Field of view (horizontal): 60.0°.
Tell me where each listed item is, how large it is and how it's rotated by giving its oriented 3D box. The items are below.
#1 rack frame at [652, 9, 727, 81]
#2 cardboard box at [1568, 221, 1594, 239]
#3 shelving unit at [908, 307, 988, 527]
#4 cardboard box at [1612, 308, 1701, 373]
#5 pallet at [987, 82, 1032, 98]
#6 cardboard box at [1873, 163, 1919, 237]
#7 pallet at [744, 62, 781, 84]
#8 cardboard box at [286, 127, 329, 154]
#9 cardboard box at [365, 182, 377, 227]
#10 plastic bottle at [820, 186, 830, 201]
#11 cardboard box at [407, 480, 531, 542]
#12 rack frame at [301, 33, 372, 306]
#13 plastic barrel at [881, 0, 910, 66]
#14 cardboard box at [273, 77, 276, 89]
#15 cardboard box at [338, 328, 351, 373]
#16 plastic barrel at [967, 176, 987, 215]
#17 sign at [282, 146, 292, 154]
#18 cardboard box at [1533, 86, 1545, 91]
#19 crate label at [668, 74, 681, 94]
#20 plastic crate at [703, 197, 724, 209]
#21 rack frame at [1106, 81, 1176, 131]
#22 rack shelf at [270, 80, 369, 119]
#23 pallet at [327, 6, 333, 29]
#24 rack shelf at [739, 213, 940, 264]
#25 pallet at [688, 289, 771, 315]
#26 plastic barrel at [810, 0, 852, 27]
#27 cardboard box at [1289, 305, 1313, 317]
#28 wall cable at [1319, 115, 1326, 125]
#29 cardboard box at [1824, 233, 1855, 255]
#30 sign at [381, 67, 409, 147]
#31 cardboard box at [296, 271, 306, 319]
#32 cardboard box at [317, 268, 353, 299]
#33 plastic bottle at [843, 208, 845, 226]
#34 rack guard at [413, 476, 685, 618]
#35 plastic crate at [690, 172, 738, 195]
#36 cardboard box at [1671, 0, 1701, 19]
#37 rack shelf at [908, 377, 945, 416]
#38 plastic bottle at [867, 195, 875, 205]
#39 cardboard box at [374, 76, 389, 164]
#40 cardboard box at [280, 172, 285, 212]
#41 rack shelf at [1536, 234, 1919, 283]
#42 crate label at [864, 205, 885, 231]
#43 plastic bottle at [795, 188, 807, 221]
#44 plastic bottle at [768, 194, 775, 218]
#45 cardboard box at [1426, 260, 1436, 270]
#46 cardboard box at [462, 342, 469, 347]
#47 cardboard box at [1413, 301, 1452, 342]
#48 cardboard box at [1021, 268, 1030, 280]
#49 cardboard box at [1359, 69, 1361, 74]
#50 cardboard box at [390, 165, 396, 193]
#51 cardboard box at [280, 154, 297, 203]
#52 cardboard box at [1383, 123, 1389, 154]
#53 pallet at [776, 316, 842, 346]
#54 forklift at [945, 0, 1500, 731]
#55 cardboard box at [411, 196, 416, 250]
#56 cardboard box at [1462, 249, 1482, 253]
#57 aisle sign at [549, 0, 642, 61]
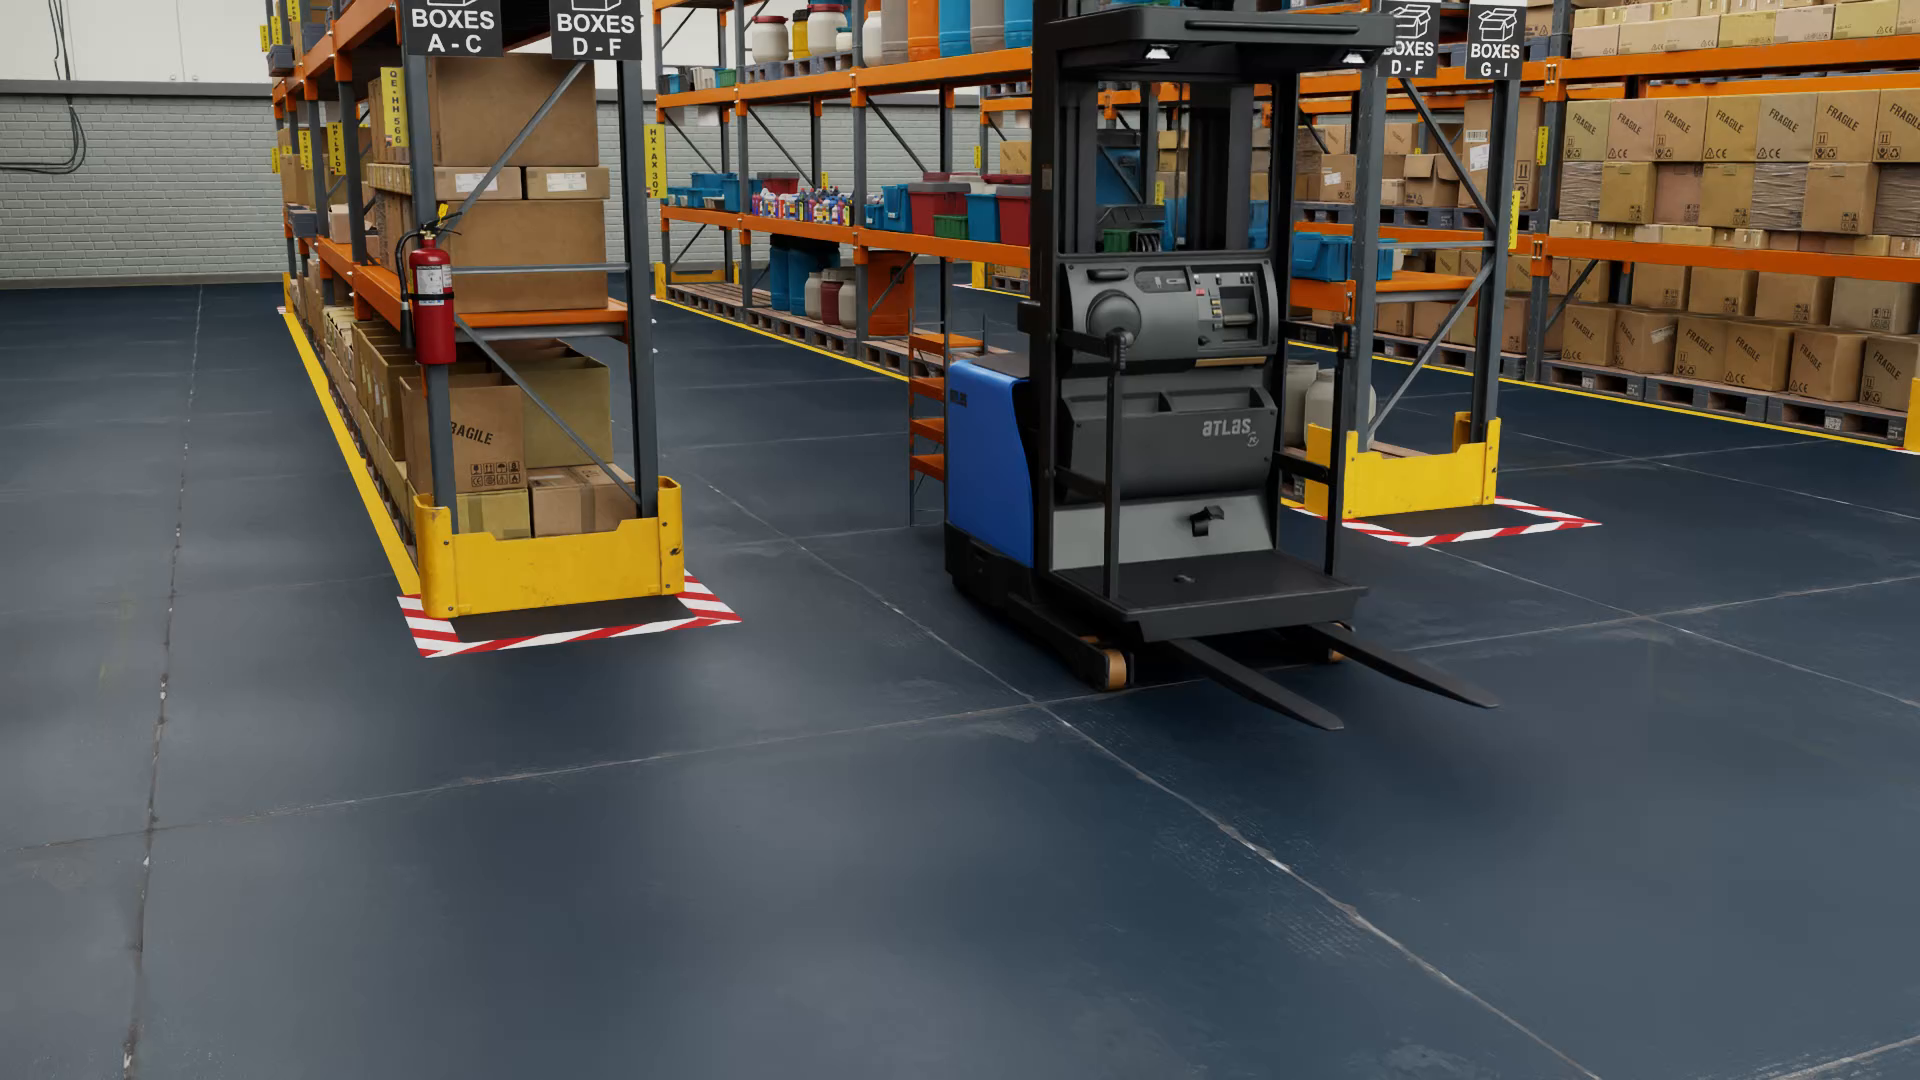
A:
[{"bbox_3d":[-3.760,-7.877,22.949,1.000,3.000,0.127,-6,14,-23],"label":"rack frame"},{"bbox_3d":[5.484,-2.676,14.337,0.380,0.149,0.250,-6,14,-23],"label":"cardboard box"},{"bbox_3d":[-0.066,-0.619,8.882,0.258,1.200,0.503,-6,14,-23],"label":"shelving unit"},{"bbox_3d":[5.945,-1.706,14.199,0.500,0.500,0.500,-1,13,-5],"label":"cardboard box"},{"bbox_3d":[1.085,-6.668,24.572,1.003,0.211,1.213,-6,14,-23],"label":"pallet"},{"bbox_3d":[6.992,-2.406,11.732,0.875,0.500,0.500,-6,14,-23],"label":"cardboard box"},{"bbox_3d":[-1.754,-5.344,19.076,1.213,0.211,1.003,-6,14,-23],"label":"pallet"},{"bbox_3d":[-7.138,-4.299,18.351,0.500,0.500,0.500,-6,14,-23],"label":"cardboard box"},{"bbox_3d":[-4.198,-2.450,12.581,0.500,0.500,0.500,-6,14,-23],"label":"cardboard box"},{"bbox_3d":[-1.548,-3.893,19.146,0.144,0.351,0.185,-6,14,-23],"label":"plastic bottle"},{"bbox_3d":[-2.376,-0.151,8.039,0.500,0.250,0.500,-6,14,-23],"label":"cardboard box"},{"bbox_3d":[-5.095,-2.855,14.554,1.000,3.000,0.127,-6,14,-23],"label":"rack frame"},{"bbox_3d":[-0.425,-4.818,15.271,0.600,0.901,0.600,0,13,0],"label":"plastic barrel"},{"bbox_3d":[-8.139,-5.663,20.365,0.500,0.250,0.500,-6,14,-23],"label":"cardboard box"},{"bbox_3d":[-4.330,-1.435,12.341,0.500,0.311,0.500,-6,14,-23],"label":"cardboard box"},{"bbox_3d":[0.221,-3.076,15.260,0.421,0.512,0.421,0,13,0],"label":"plastic barrel"},{"bbox_3d":[-7.192,-4.053,17.808,0.100,0.325,0.005,-6,14,-23],"label":"sign"},{"bbox_3d":[7.698,-5.987,21.212,0.500,0.500,0.500,-6,14,-23],"label":"cardboard box"},{"bbox_3d":[-3.686,-6.124,22.354,0.408,0.251,0.502,-6,14,-23],"label":"crate label"},{"bbox_3d":[-3.131,-4.362,21.514,0.293,0.136,0.466,-6,14,-23],"label":"plastic crate"},{"bbox_3d":[2.381,-4.576,21.987,1.000,3.000,0.127,-6,14,-23],"label":"rack frame"},{"bbox_3d":[-7.499,-5.206,19.653,1.077,0.370,4.000,-6,14,-23],"label":"rack shelf"},{"bbox_3d":[-3.858,-3.578,11.449,0.805,0.209,1.217,-6,14,-25],"label":"pallet"},{"bbox_3d":[-1.357,-3.365,18.350,1.077,0.370,4.000,-6,14,-23],"label":"rack shelf"},{"bbox_3d":[-2.980,-3.171,22.101,1.003,0.211,1.213,-6,14,-23],"label":"pallet"},{"bbox_3d":[-1.334,-5.700,18.148,0.600,0.901,0.708,-6,14,-23],"label":"plastic barrel"},{"bbox_3d":[3.725,-3.063,19.233,1.225,0.875,0.875,-6,14,-26],"label":"cardboard box"},{"bbox_3d":[7.578,-7.970,34.332,0.585,1.953,0.123,-6,14,-23],"label":"wall cable"},{"bbox_3d":[6.551,-2.166,12.133,0.380,0.149,0.250,-6,14,-23],"label":"cardboard box"},{"bbox_3d":[-2.394,-1.836,7.056,0.100,0.325,0.005,-6,14,-23],"label":"sign"},{"bbox_3d":[-7.186,-2.770,18.755,0.500,0.500,0.500,-6,14,-23],"label":"cardboard box"},{"bbox_3d":[-5.712,-2.400,15.493,0.500,0.250,0.500,-5,14,-21],"label":"cardboard box"},{"bbox_3d":[-1.138,-3.276,16.811,0.097,0.201,0.097,0,13,0],"label":"plastic bottle"},{"bbox_3d":[-1.881,0.020,7.673,1.175,0.500,0.348,-6,14,-23],"label":"rack guard"},{"bbox_3d":[-3.455,-4.949,23.388,0.616,0.435,0.499,-6,14,-23],"label":"plastic crate"},{"bbox_3d":[5.856,-4.194,13.134,0.380,0.149,0.250,-6,14,-24],"label":"cardboard box"},{"bbox_3d":[-0.066,-0.771,8.847,0.258,0.148,0.480,-6,14,-23],"label":"rack shelf"},{"bbox_3d":[-0.988,-3.647,18.248,0.152,0.276,0.135,-6,14,-23],"label":"plastic bottle"},{"bbox_3d":[-3.106,-2.514,9.981,0.700,0.500,0.500,-6,14,-23],"label":"cardboard box"},{"bbox_3d":[-8.364,-4.441,21.185,0.500,0.500,0.500,-5,14,-22],"label":"cardboard box"},{"bbox_3d":[6.386,-2.159,13.142,1.077,0.370,4.000,-6,14,-23],"label":"rack shelf"},{"bbox_3d":[-0.730,-3.099,15.980,0.303,0.233,0.416,-6,14,-23],"label":"crate label"},{"bbox_3d":[-1.719,-3.661,18.147,0.144,0.351,0.185,-6,14,-23],"label":"plastic bottle"},{"bbox_3d":[-2.153,-3.833,19.066,0.097,0.271,0.097,0,13,0],"label":"plastic bottle"},{"bbox_3d":[7.114,-4.067,24.522,0.380,0.149,0.250,-5,14,-20],"label":"cardboard box"},{"bbox_3d":[-2.714,-0.976,9.937,0.500,0.500,0.500,-6,14,-23],"label":"cardboard box"},{"bbox_3d":[4.961,-2.264,16.567,0.700,0.500,0.500,-7,15,-28],"label":"cardboard box"},{"bbox_3d":[1.472,-4.258,24.398,0.875,0.875,0.875,-6,14,-23],"label":"cardboard box"},{"bbox_3d":[4.358,-4.806,16.663,0.500,0.250,0.500,-5,14,-22],"label":"cardboard box"},{"bbox_3d":[-2.939,-2.001,9.202,0.380,0.149,0.250,-6,14,-23],"label":"cardboard box"},{"bbox_3d":[-6.713,-3.817,17.556,0.700,0.500,0.500,-12,18,-42],"label":"cardboard box"},{"bbox_3d":[6.318,-5.862,24.449,0.500,0.500,0.500,-6,14,-25],"label":"cardboard box"},{"bbox_3d":[-1.394,-2.354,18.573,1.003,0.211,1.213,-6,14,-23],"label":"pallet"},{"bbox_3d":[0.882,-1.984,9.239,3.137,3.703,8.490,-5,14,-21],"label":"forklift"},{"bbox_3d":[-2.475,-1.560,8.735,0.700,0.500,0.500,-6,14,-23],"label":"cardboard box"},{"bbox_3d":[7.235,-4.069,22.746,0.500,0.250,0.500,-5,14,-21],"label":"cardboard box"},{"bbox_3d":[-1.584,-2.483,7.180,0.394,0.787,0.004,-6,14,-23],"label":"aisle sign"}]
